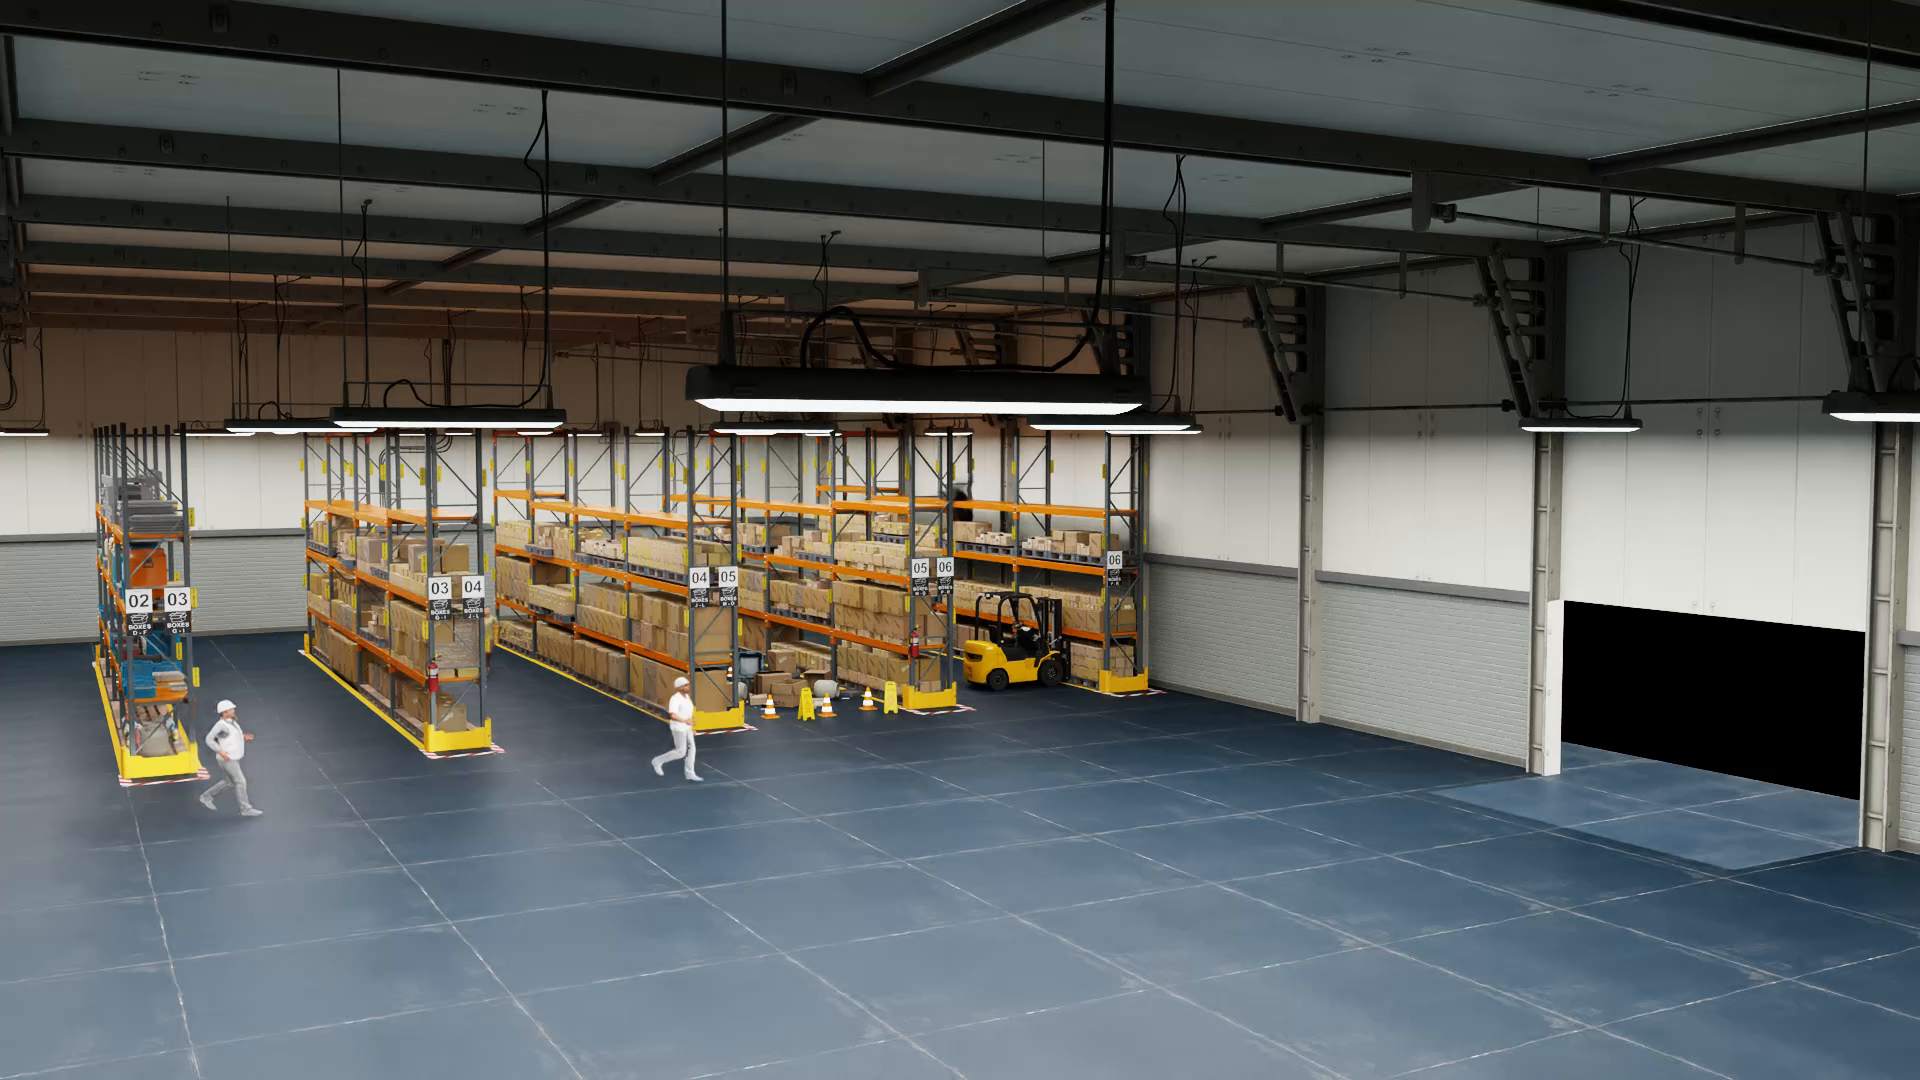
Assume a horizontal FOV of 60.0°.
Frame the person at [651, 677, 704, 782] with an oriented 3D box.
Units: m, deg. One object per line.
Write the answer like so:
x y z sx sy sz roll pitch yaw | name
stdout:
-4.719 3.171 27.880 0.854 1.760 0.708 1 3 8 | person

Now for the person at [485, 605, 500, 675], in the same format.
-11.563 2.441 40.694 0.556 1.708 0.787 -2 4 -29 | person

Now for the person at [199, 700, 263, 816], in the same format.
-11.044 3.293 25.130 0.969 1.749 0.659 0 3 -6 | person
